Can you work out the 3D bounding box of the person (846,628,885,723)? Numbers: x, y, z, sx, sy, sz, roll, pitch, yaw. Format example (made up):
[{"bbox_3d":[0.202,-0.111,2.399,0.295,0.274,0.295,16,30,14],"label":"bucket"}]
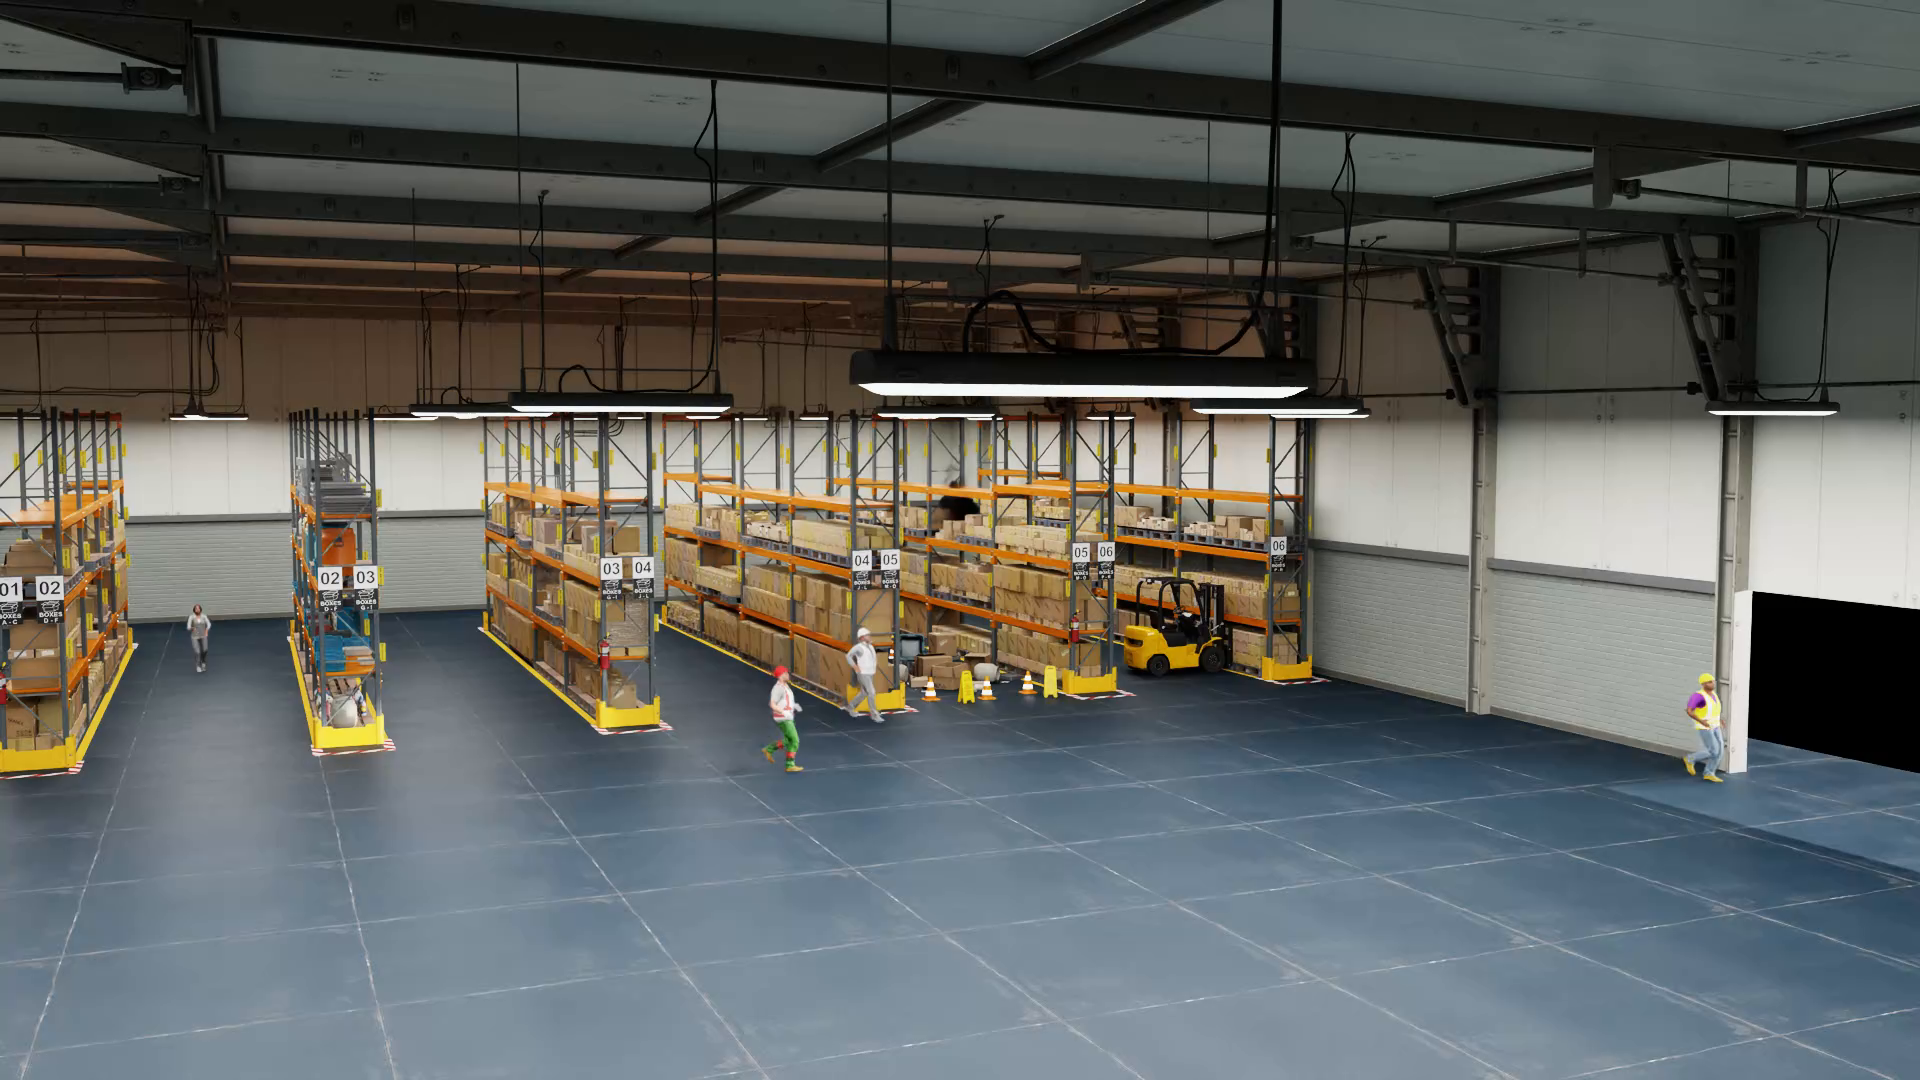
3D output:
[{"bbox_3d":[-1.804,2.590,32.048,0.892,1.784,0.694,2,4,23],"label":"person"}]

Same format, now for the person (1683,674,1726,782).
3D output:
[{"bbox_3d":[11.950,3.001,26.668,0.712,1.731,0.594,-3,5,-36],"label":"person"}]

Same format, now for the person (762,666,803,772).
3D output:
[{"bbox_3d":[-2.930,2.938,27.326,0.709,1.742,0.659,0,4,6],"label":"person"}]

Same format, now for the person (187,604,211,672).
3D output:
[{"bbox_3d":[-17.447,2.254,38.157,0.520,1.560,0.570,-2,5,-30],"label":"person"}]
